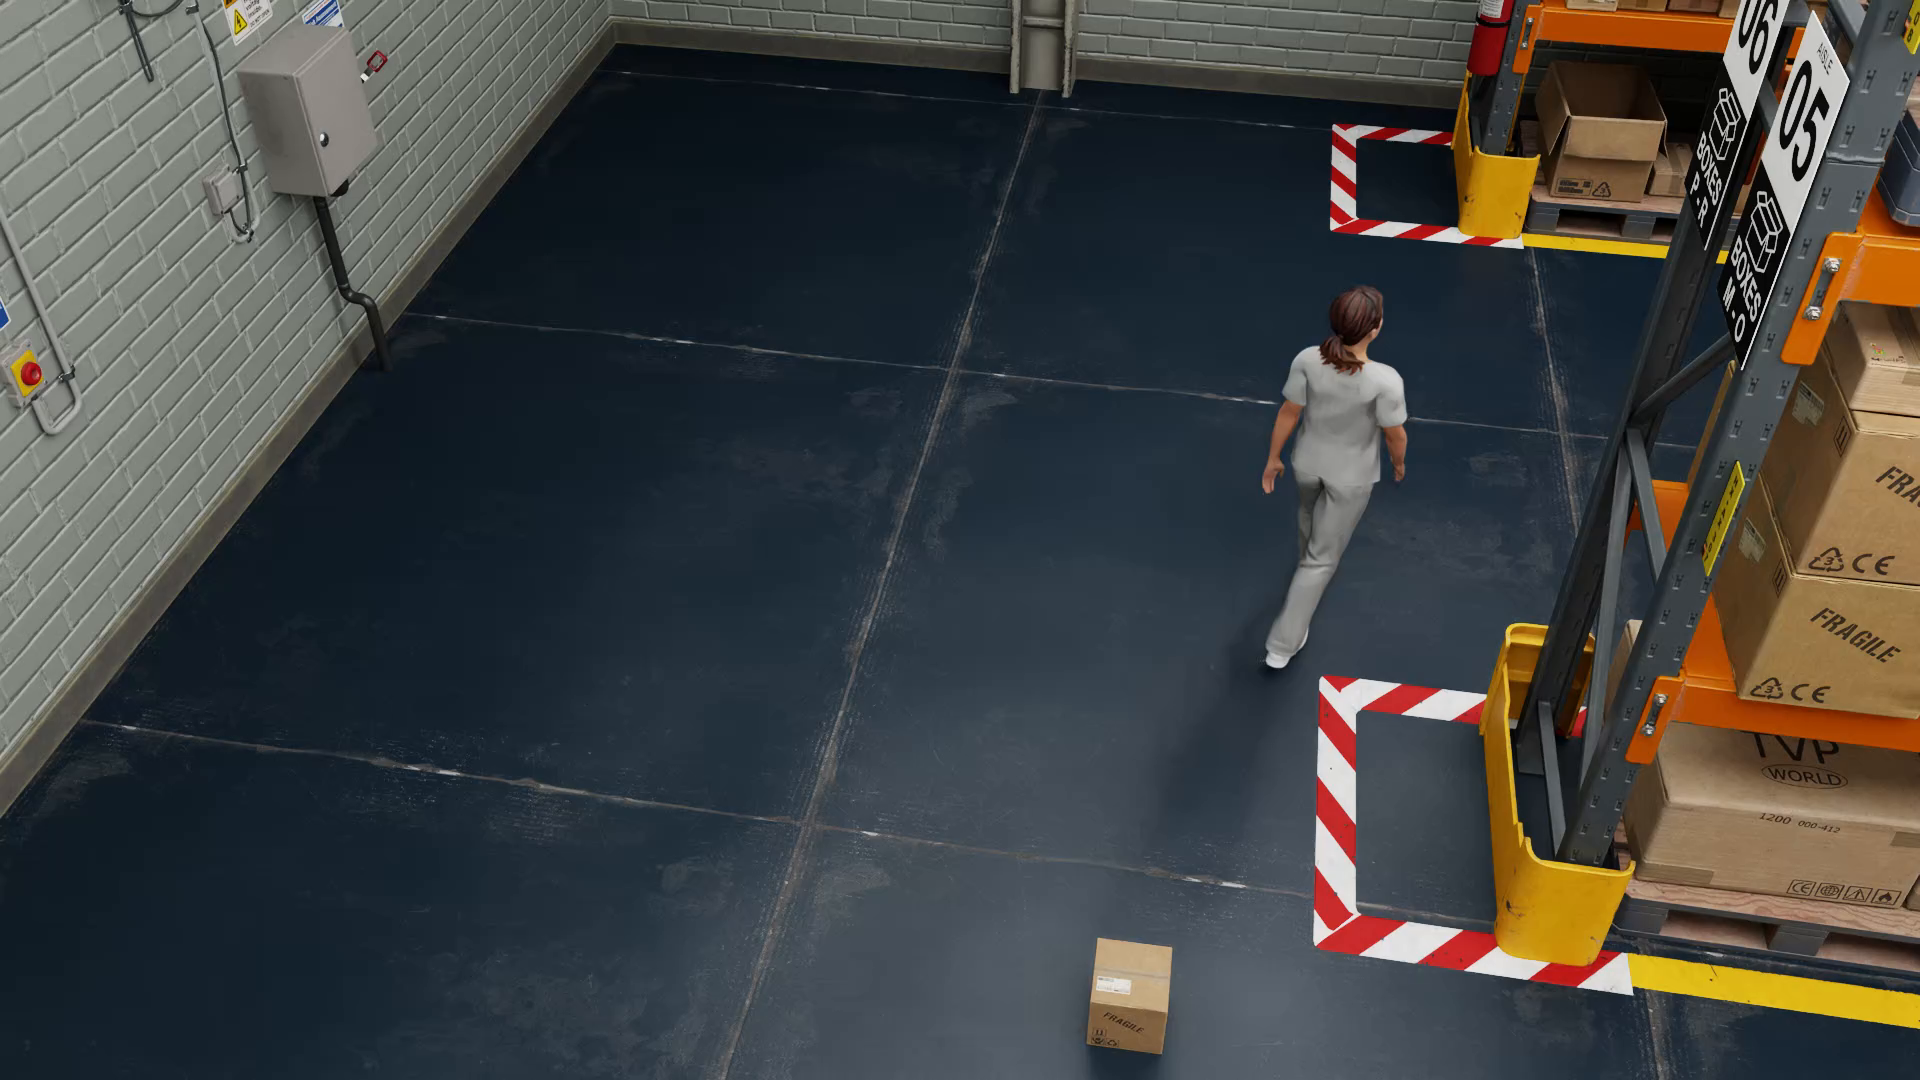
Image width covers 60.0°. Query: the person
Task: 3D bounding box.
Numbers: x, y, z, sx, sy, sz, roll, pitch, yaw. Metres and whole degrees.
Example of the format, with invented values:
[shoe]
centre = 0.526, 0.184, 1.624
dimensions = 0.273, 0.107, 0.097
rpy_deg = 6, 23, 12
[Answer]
[person]
centre = 1.504, -0.320, 6.514
dimensions = 0.482, 1.647, 0.890
rpy_deg = 26, 47, 27
